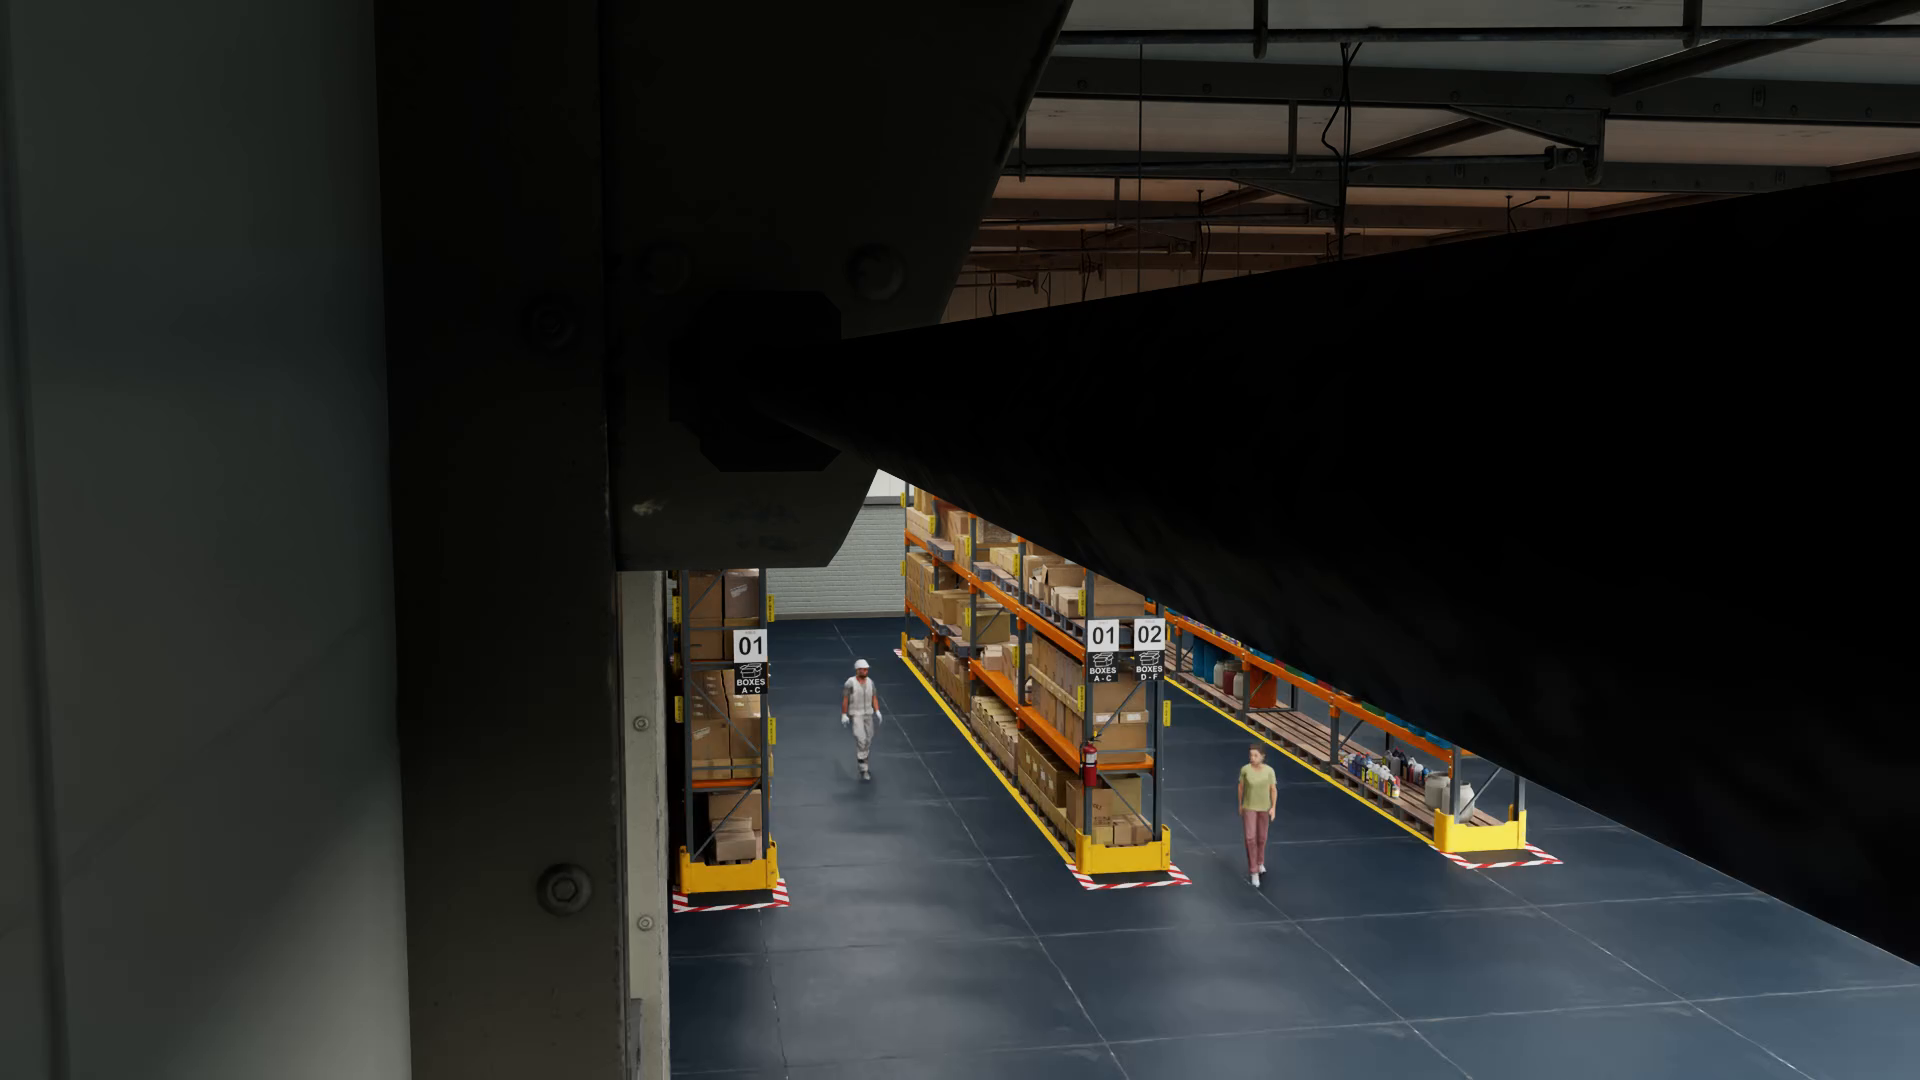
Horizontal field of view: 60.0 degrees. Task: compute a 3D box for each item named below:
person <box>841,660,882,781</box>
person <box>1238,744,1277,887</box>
[{"bbox_3d":[-1.467,2.778,25.814,0.571,1.807,0.692,-4,7,-34],"label":"person"},{"bbox_3d":[3.700,3.381,20.614,0.461,1.683,0.771,0,6,3],"label":"person"}]
